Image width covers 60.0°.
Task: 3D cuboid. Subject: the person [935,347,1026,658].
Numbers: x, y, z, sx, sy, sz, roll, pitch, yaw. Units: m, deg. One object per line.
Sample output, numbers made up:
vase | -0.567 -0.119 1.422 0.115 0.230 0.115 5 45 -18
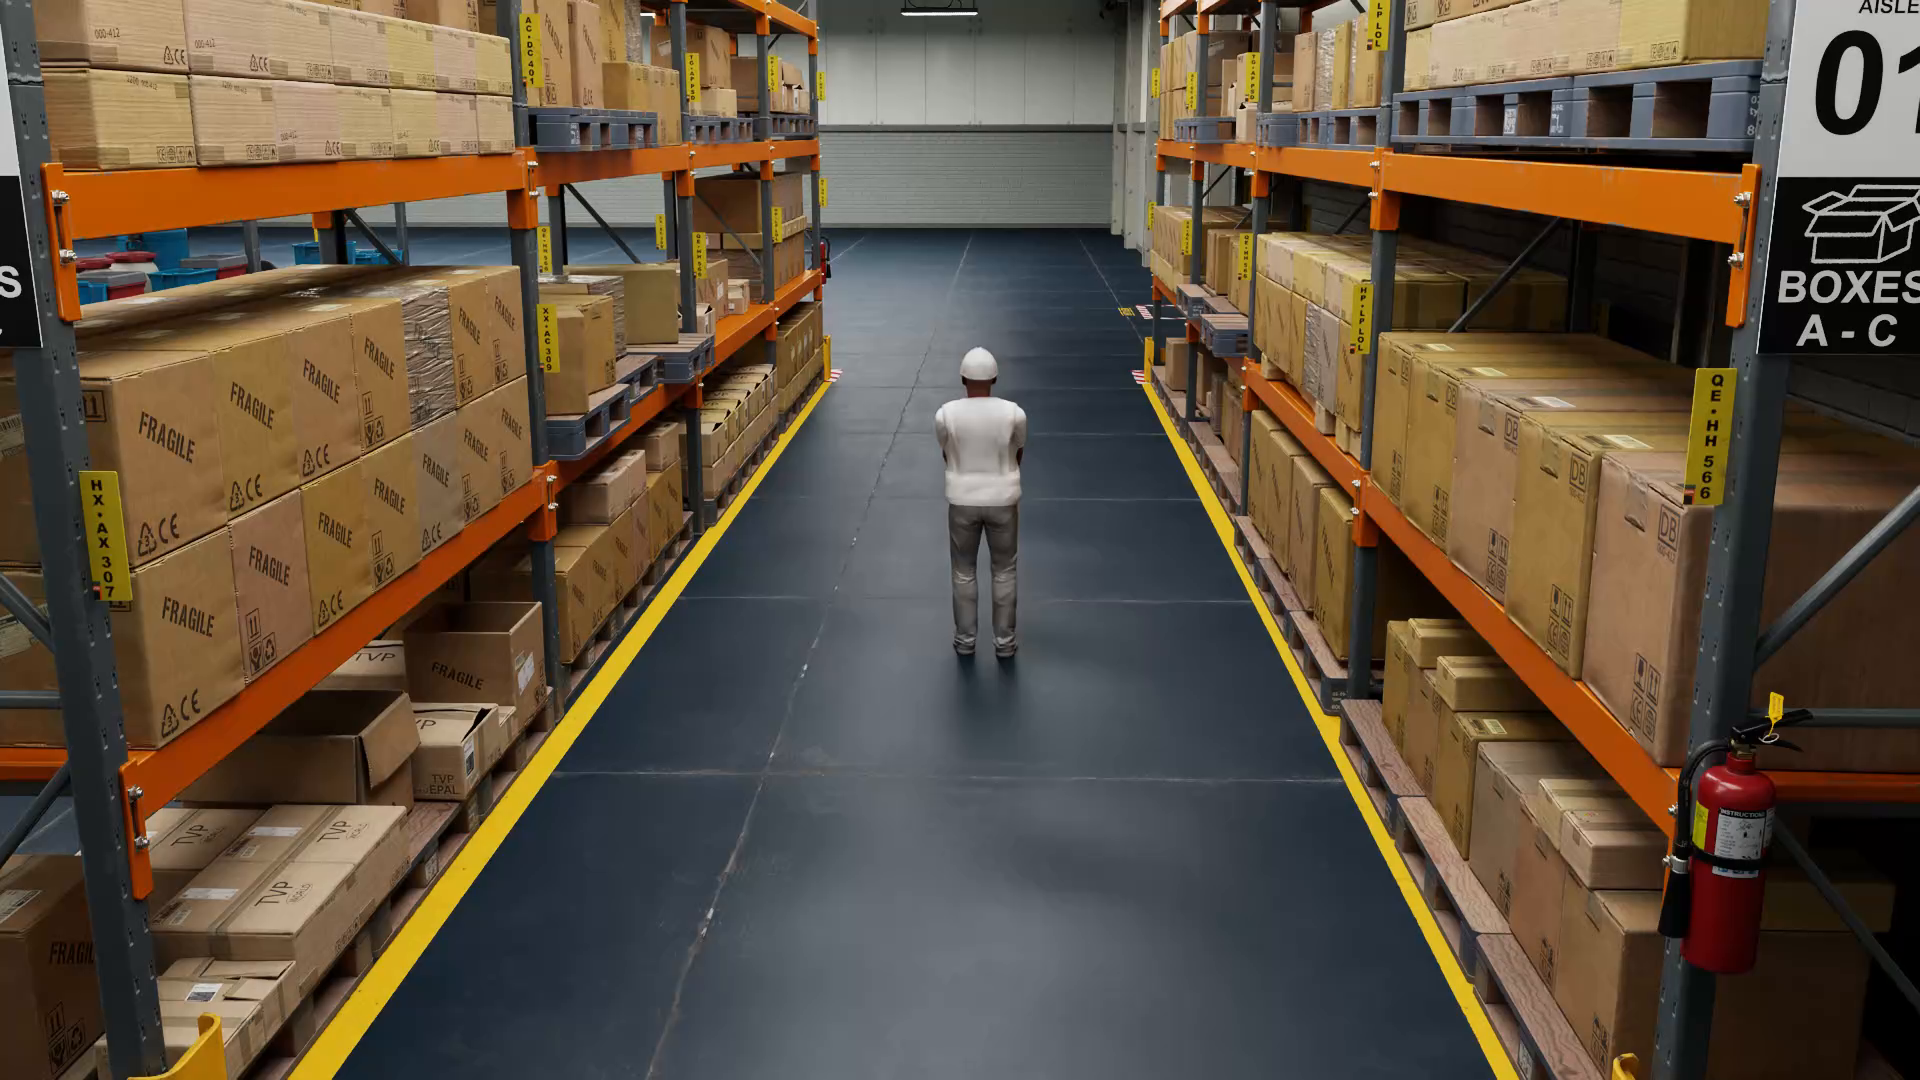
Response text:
person | 0.119 -0.228 9.390 0.502 1.761 0.577 0 14 2
